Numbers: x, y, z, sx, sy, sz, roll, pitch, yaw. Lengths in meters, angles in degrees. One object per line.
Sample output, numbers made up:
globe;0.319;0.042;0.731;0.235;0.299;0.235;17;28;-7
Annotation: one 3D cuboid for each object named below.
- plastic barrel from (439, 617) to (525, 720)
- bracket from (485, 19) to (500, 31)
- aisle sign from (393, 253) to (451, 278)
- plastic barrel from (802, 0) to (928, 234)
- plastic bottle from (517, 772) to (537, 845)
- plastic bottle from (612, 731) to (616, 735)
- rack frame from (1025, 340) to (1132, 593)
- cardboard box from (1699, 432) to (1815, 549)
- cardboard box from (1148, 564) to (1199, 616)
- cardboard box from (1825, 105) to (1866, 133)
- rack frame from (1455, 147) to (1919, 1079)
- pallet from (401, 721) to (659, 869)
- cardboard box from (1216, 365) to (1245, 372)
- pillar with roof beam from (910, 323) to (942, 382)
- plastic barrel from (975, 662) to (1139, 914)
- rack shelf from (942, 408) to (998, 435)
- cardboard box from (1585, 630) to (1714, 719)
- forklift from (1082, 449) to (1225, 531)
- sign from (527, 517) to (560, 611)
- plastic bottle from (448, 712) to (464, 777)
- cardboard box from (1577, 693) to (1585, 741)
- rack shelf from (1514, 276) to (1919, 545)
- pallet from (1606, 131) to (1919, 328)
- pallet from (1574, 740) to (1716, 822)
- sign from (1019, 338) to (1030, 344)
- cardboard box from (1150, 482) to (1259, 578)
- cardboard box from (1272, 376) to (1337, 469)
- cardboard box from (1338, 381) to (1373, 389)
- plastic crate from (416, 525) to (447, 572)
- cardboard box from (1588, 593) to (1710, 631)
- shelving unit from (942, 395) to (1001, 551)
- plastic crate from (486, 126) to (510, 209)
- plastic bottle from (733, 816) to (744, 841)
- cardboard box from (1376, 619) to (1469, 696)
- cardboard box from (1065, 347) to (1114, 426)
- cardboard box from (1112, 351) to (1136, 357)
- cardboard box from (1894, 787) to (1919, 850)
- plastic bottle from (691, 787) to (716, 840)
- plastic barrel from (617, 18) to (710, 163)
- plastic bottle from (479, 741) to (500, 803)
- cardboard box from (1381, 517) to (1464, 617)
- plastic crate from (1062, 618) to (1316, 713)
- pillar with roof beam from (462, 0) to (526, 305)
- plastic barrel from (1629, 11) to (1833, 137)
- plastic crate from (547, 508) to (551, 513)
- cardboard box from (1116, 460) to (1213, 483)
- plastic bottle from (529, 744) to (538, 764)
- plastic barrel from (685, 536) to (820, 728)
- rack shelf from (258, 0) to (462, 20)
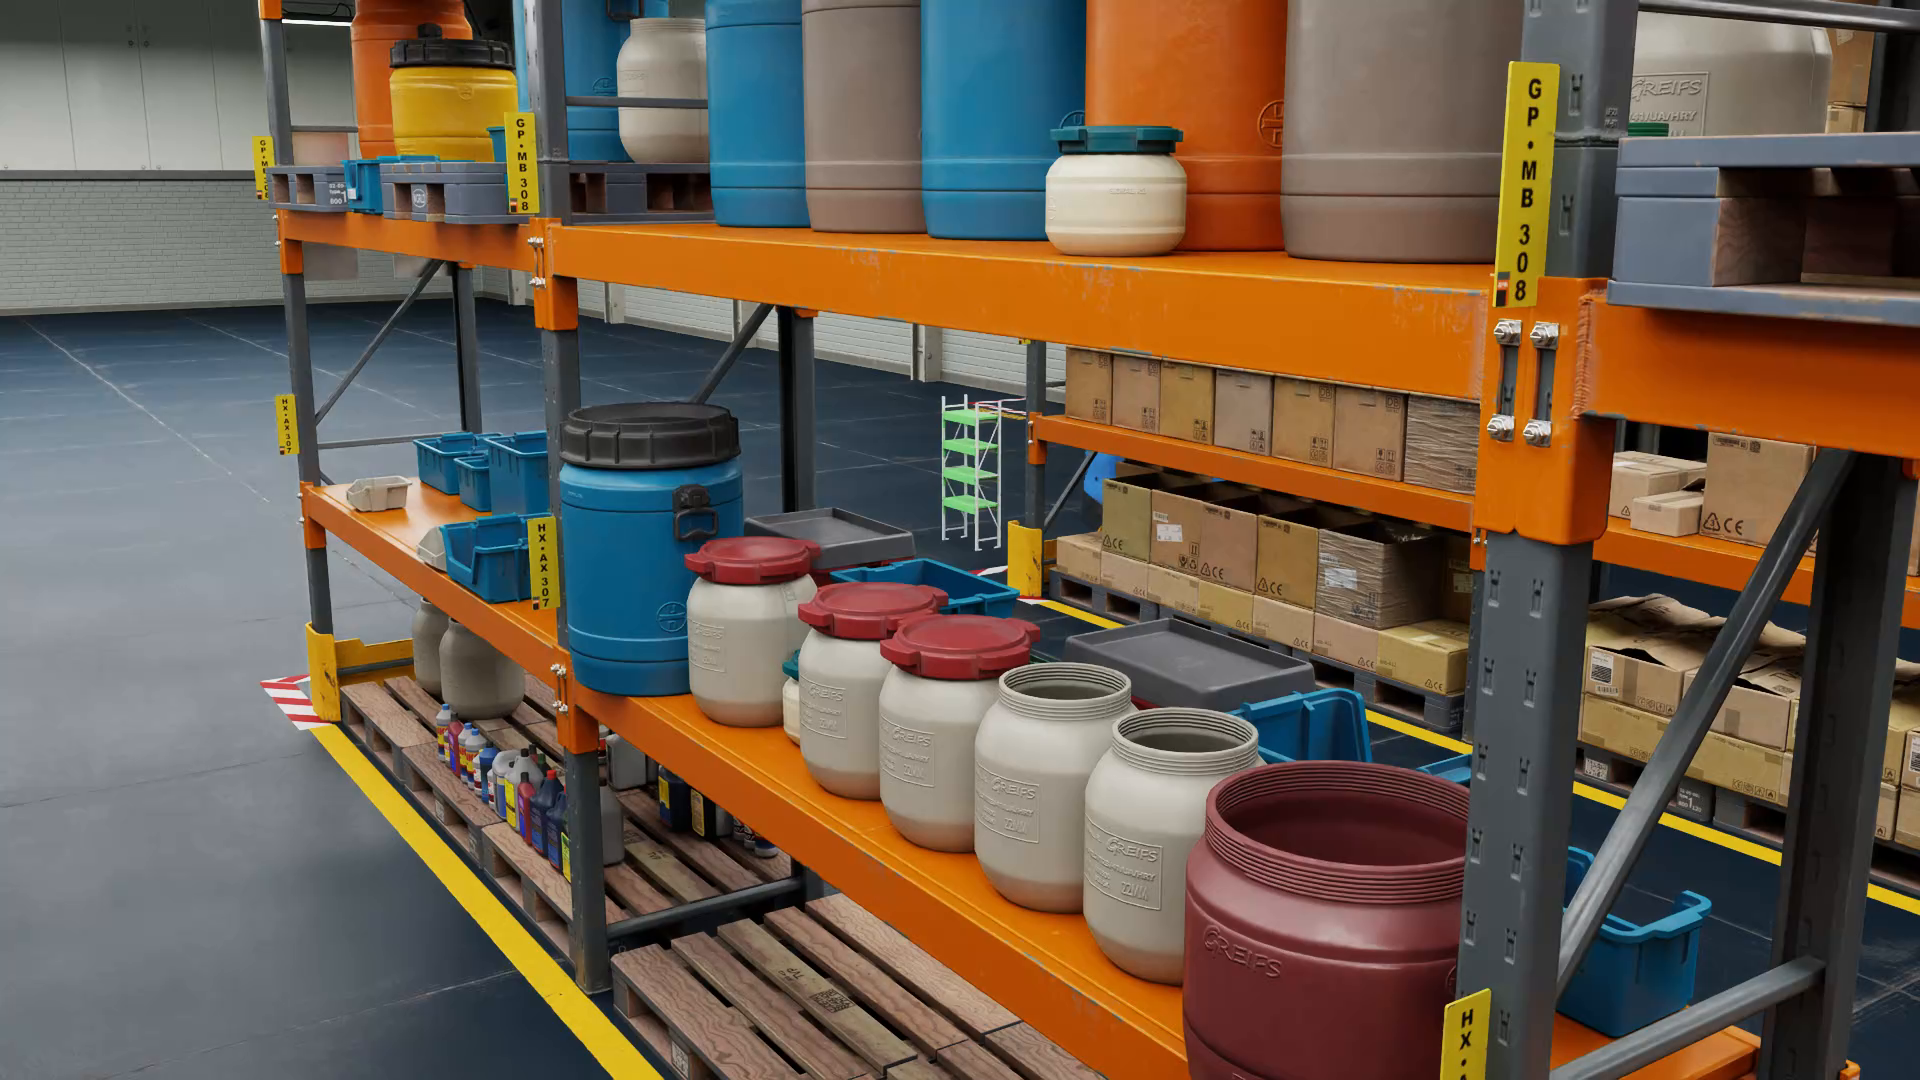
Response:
plastic barrel;-2.501;0.651;8.705;0.421;0.512;0.421;0;12;0
bracket;-10.538;-11.616;37.490;0.235;0.232;0.430;-8;15;-33
aisle sign;-2.999;-1.875;9.328;0.394;0.787;0.004;-8;15;-33
plastic barrel;-0.165;-1.374;4.931;0.600;0.901;0.600;0;12;0
plastic bottle;-1.818;1.128;7.010;0.061;0.283;0.133;-7;14;-29
plastic bottle;-1.611;0.994;7.815;0.097;0.201;0.097;0;12;0
rack frame;0.919;-1.142;12.064;1.000;3.000;0.127;-8;15;-33
cardboard box;3.839;-0.248;7.738;0.500;0.500;0.500;-7;14;-29
cardboard box;1.588;0.295;10.945;0.500;0.250;0.500;-8;15;-33
cardboard box;3.775;-1.820;7.510;0.500;0.250;0.500;-10;16;-38
rack frame;1.226;0.866;2.880;1.000;3.000;0.127;-8;15;-33
pallet;-2.008;1.175;7.993;1.003;0.211;1.213;-8;15;-33
cardboard box;1.808;-1.139;10.298;0.380;0.149;0.250;-8;15;-32
pillar with roof beam;-4.084;-6.263;21.435;9.100;9.000;0.400;-8;15;-33
plastic barrel;0.245;0.579;3.932;0.421;0.512;0.421;0;12;0
rack shelf;0.092;-0.963;13.510;0.258;0.148;0.480;-8;15;-33
cardboard box;3.430;0.626;8.119;0.500;0.311;0.500;-8;15;-33
forklift;2.619;-1.514;13.923;3.031;2.935;1.130;-2;12;-8
sign;-1.454;0.083;5.815;0.100;0.325;0.005;-8;15;-33
plastic bottle;-2.351;0.957;7.792;0.061;0.283;0.133;-8;15;-32
cardboard box;3.153;0.808;8.598;0.500;0.250;0.500;-9;15;-34
rack shelf;2.334;0.108;1.010;1.077;0.370;4.000;-8;15;-33
pallet;1.568;-0.359;1.905;1.003;0.211;1.213;-8;15;-33
pallet;3.576;1.058;8.531;1.003;0.211;1.213;-8;15;-33
sign;0.454;-1.539;11.667;0.100;0.325;0.005;-8;15;-33
cardboard box;1.597;-0.073;10.871;0.500;0.500;0.500;-8;15;-33
cardboard box;2.312;-0.741;9.993;0.700;0.500;0.500;-8;15;-32
cardboard box;2.378;-0.957;9.463;0.380;0.149;0.250;-8;15;-33
plastic crate;-2.101;0.025;7.345;0.530;0.136;0.437;-8;15;-33
cardboard box;3.598;0.471;8.826;0.500;0.311;0.500;-8;15;-33
shelving unit;0.092;-0.557;13.599;0.258;1.200;0.503;-8;15;-33
plastic crate;-1.899;-1.711;7.679;0.392;0.384;0.575;-8;15;-33
plastic bottle;-0.915;1.162;7.047;0.097;0.201;0.097;0;12;0
cardboard box;2.697;0.651;9.319;0.500;0.250;0.500;-8;15;-33
cardboard box;1.167;-1.107;11.667;0.700;0.500;0.500;-8;15;-33
cardboard box;1.243;-1.322;11.131;0.380;0.149;0.250;-8;15;-33
cardboard box;4.292;1.173;6.930;0.500;0.250;0.500;-8;15;-31
plastic bottle;-1.092;1.117;7.063;0.061;0.283;0.133;-8;15;-33
plastic barrel;-1.065;-1.670;6.212;0.421;0.512;0.421;0;12;0
plastic bottle;-2.104;1.035;7.462;0.097;0.271;0.097;0;12;0
cardboard box;2.856;0.133;9.929;0.500;0.500;0.500;-8;15;-33
plastic crate;0.585;0.511;4.353;0.402;0.464;0.583;-8;15;-33
pillar with roof beam;-14.056;-9.464;36.074;9.100;9.000;0.548;-8;15;-33
plastic barrel;1.309;-0.745;2.966;0.421;0.512;0.421;0;12;0
plastic crate;-1.507;-0.017;7.412;0.450;0.188;0.662;-8;15;-33
cardboard box;1.464;-0.310;11.958;0.500;0.500;0.500;-8;15;-33
plastic bottle;-1.871;1.053;7.355;0.061;0.283;0.133;-8;15;-33
plastic barrel;-0.643;0.284;5.222;0.433;0.535;0.433;0;12;0
rack shelf;-2.098;-2.585;7.238;1.077;0.370;4.000;-8;15;-33
